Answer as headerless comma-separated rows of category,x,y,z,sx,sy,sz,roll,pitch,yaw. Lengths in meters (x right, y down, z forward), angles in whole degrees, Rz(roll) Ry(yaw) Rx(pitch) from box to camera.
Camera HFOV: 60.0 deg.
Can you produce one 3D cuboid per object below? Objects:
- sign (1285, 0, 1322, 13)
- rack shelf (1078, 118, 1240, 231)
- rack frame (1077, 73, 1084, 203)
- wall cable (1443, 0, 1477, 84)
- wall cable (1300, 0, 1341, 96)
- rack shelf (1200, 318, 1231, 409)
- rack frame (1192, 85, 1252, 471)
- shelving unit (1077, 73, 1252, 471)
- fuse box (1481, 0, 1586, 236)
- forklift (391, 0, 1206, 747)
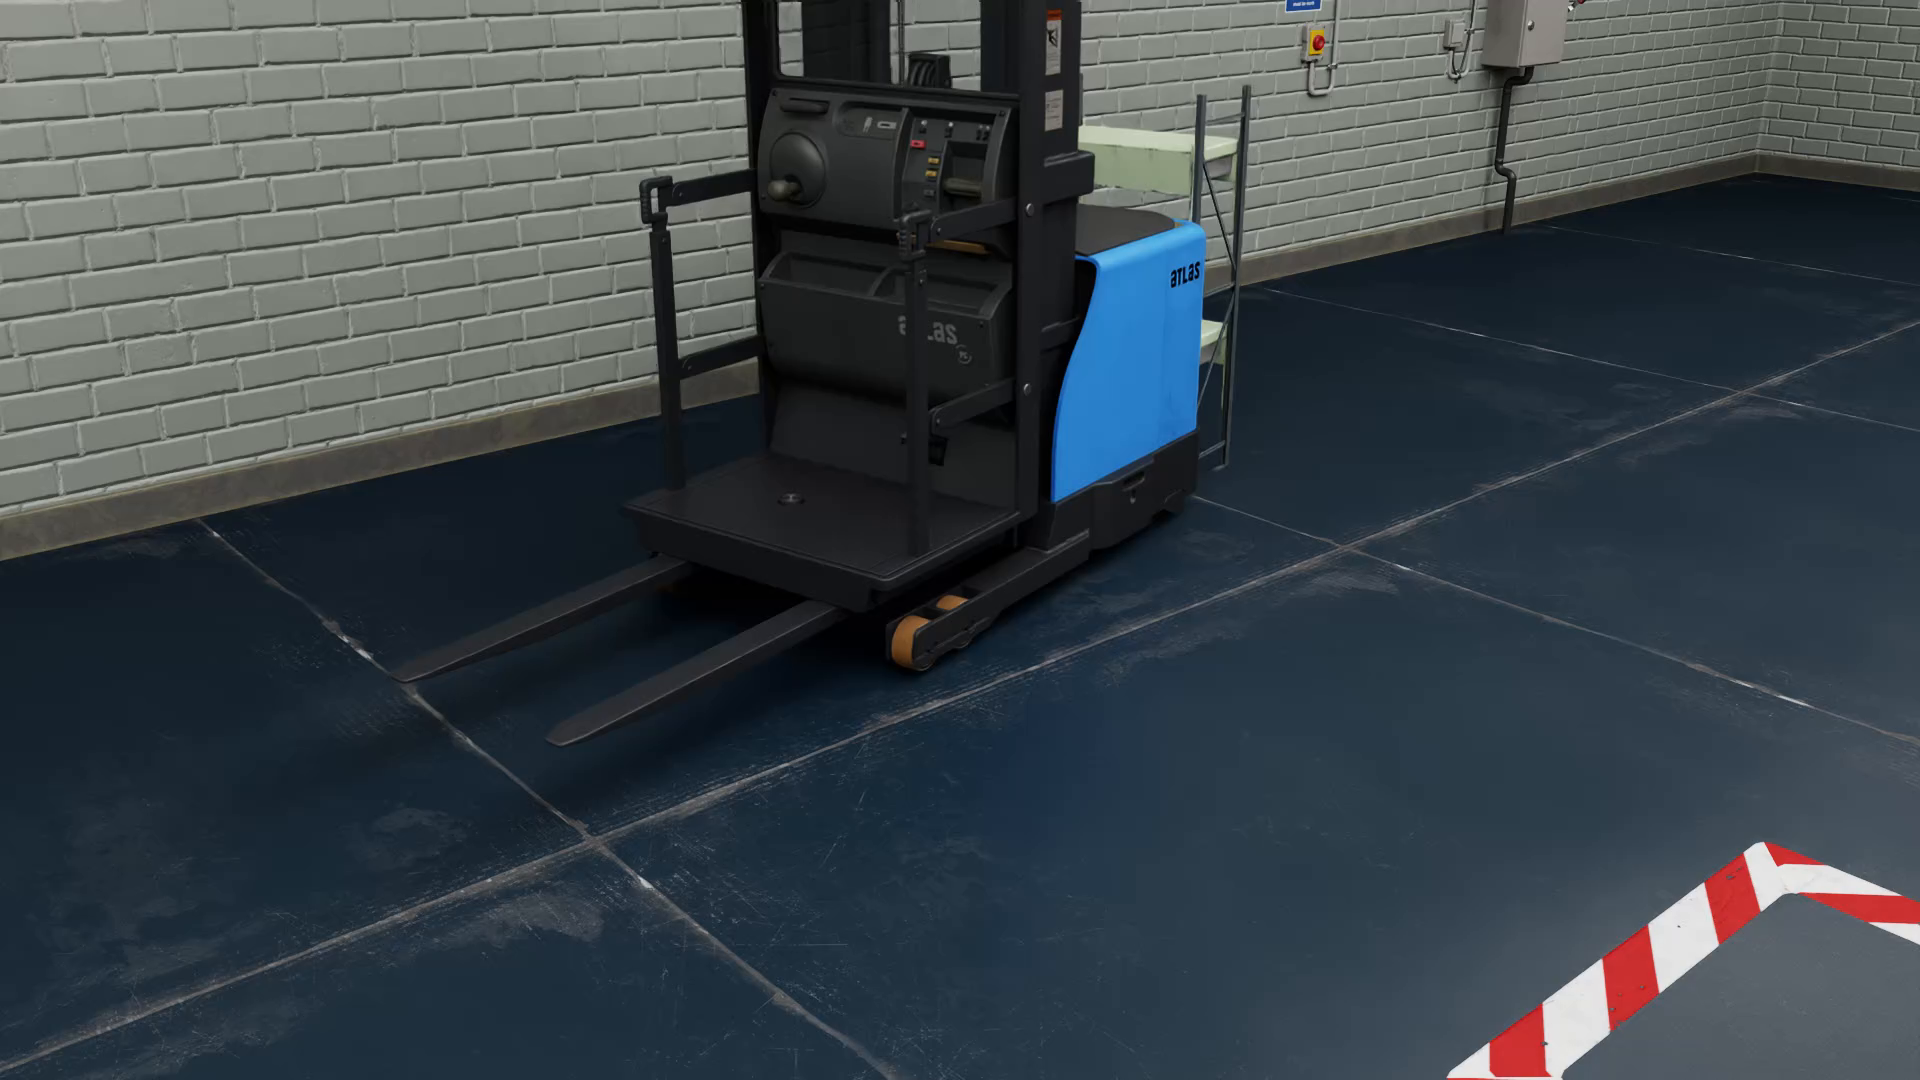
sign,1.967,-3.130,9.493,0.327,0.218,0.001,-17,27,-37
rack shelf,0.668,-1.384,6.391,0.720,0.370,0.431,14,26,32
rack frame,0.368,-1.097,6.729,0.023,1.500,0.400,14,26,32
wall cable,3.111,-3.813,10.213,0.588,1.984,0.122,-17,27,-37
wall cable,2.044,-3.487,9.337,0.585,1.953,0.123,-17,27,-37
rack shelf,0.668,-0.717,6.652,0.720,0.370,0.431,14,26,32
rack frame,0.967,-0.944,6.338,0.023,1.500,0.400,14,26,32
shelving unit,0.668,-1.021,6.533,0.755,1.500,0.431,14,26,32
fuse box,3.731,-2.859,10.937,0.539,1.711,0.414,-17,27,-37
forklift,-0.370,-1.171,4.955,1.130,2.935,3.031,15,26,33
